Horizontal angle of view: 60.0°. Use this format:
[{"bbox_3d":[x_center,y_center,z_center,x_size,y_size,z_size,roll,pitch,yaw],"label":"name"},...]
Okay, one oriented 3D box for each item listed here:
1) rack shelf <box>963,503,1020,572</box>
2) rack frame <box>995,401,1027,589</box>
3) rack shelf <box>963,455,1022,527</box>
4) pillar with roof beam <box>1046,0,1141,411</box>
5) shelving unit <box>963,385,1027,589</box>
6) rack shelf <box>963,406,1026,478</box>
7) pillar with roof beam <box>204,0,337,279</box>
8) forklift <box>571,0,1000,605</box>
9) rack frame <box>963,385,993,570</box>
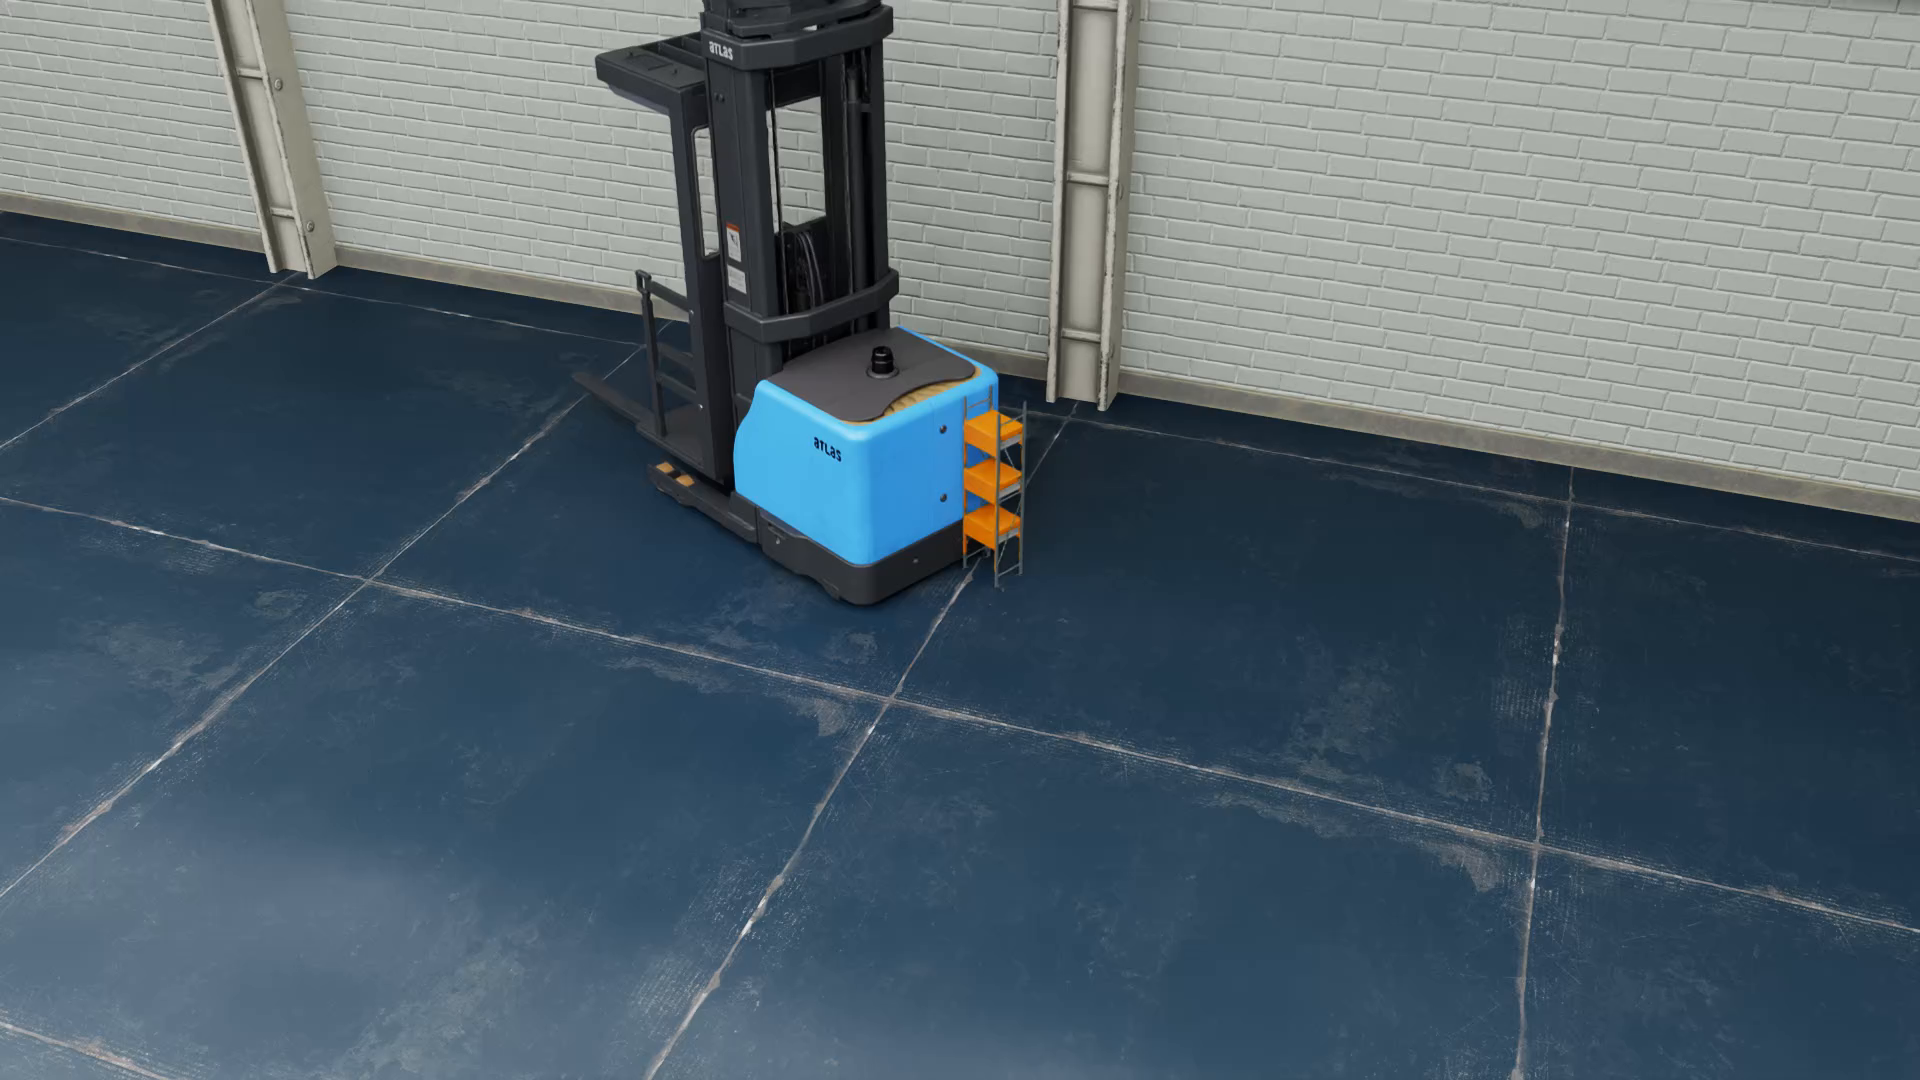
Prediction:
[{"bbox_3d":[0.176,-0.026,8.823,0.215,0.259,0.240,-27,42,-35],"label":"rack shelf"},{"bbox_3d":[0.260,-0.221,8.592,0.200,1.050,0.008,-27,42,-35],"label":"rack frame"},{"bbox_3d":[0.176,-0.260,8.672,0.215,0.259,0.240,-27,42,-35],"label":"rack shelf"},{"bbox_3d":[-0.668,-2.508,4.806,0.400,9.000,9.100,11,34,16],"label":"pillar with roof beam"},{"bbox_3d":[0.176,-0.269,8.666,0.215,1.050,0.252,-27,42,-35],"label":"shelving unit"},{"bbox_3d":[0.176,-0.498,8.518,0.215,0.259,0.240,-27,42,-35],"label":"rack shelf"},{"bbox_3d":[-6.316,-3.606,6.507,0.400,9.000,9.100,11,34,16],"label":"pillar with roof beam"},{"bbox_3d":[-1.159,-1.605,9.001,1.130,2.935,3.031,-27,42,-35],"label":"forklift"},{"bbox_3d":[0.093,-0.317,8.741,0.200,1.050,0.008,-27,42,-35],"label":"rack frame"}]
